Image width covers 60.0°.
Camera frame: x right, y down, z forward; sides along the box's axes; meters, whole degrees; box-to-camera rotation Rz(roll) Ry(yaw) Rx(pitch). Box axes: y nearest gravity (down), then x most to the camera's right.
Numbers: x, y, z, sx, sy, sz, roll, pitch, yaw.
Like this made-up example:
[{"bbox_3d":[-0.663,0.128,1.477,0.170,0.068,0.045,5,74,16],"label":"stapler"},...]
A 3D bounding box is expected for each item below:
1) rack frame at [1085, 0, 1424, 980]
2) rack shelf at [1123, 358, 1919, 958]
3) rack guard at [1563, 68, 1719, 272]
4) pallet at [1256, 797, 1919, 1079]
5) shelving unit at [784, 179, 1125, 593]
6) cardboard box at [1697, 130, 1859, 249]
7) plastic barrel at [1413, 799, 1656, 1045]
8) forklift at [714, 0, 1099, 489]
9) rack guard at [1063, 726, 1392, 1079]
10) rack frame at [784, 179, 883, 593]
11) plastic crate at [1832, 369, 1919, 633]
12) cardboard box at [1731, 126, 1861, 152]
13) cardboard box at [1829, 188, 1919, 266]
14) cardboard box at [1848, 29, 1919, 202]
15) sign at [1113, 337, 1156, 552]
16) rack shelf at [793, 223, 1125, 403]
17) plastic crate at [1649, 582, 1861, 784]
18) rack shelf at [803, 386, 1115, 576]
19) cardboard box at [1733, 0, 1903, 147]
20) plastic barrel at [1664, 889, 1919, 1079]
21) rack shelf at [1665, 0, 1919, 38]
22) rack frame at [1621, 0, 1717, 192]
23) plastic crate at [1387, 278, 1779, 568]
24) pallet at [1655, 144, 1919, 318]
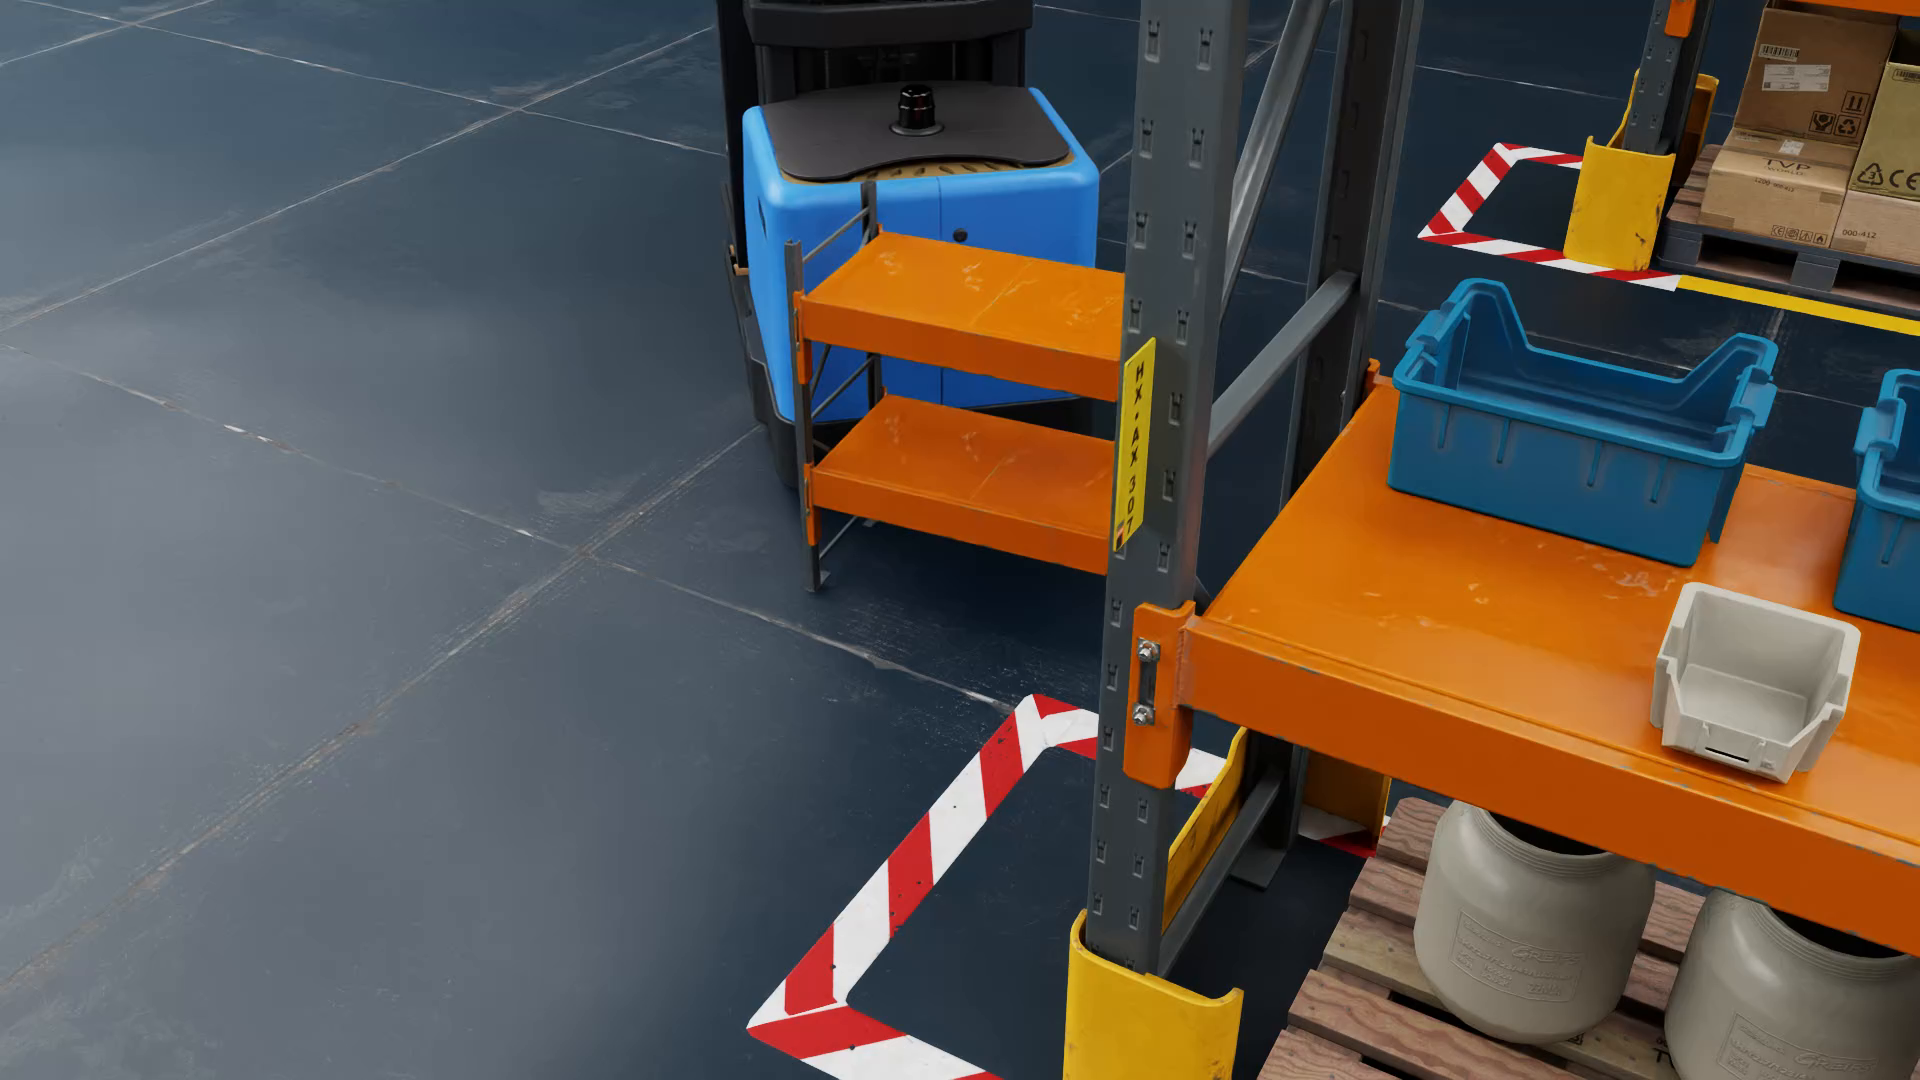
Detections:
[{"bbox_3d":[0.539,-0.288,2.977,0.127,3.000,1.000,18,37,24],"label":"rack frame"},{"bbox_3d":[2.275,0.561,2.350,4.000,0.370,1.077,18,37,24],"label":"rack shelf"},{"bbox_3d":[2.979,-1.637,7.257,0.348,0.500,1.175,18,37,24],"label":"rack guard"},{"bbox_3d":[1.331,1.097,3.413,1.213,0.211,1.003,18,37,24],"label":"pallet"},{"bbox_3d":[0.113,-0.325,4.723,1.048,1.125,0.538,14,36,19],"label":"shelving unit"},{"bbox_3d":[3.355,-1.447,6.818,0.500,0.250,0.500,18,37,24],"label":"cardboard box"},{"bbox_3d":[1.148,0.717,3.333,0.421,0.512,0.421,0,34,0],"label":"plastic barrel"},{"bbox_3d":[-0.357,-2.191,5.896,1.130,2.935,3.031,-6,34,-10],"label":"forklift"},{"bbox_3d":[0.628,0.750,3.672,0.348,0.500,1.175,18,37,24],"label":"rack guard"},{"bbox_3d":[-0.353,-0.438,4.892,0.032,1.125,0.500,14,36,19],"label":"rack frame"},{"bbox_3d":[1.683,-0.051,2.755,0.408,0.251,0.499,18,37,24],"label":"plastic crate"},{"bbox_3d":[3.612,-1.696,7.192,0.500,0.250,0.500,18,37,24],"label":"cardboard box"},{"bbox_3d":[3.791,-1.311,6.614,0.500,0.250,0.500,18,37,24],"label":"cardboard box"},{"bbox_3d":[3.790,-1.622,6.405,0.500,0.500,0.500,18,37,24],"label":"cardboard box"},{"bbox_3d":[0.262,-0.140,2.504,0.005,0.325,0.100,18,37,24],"label":"sign"},{"bbox_3d":[0.113,-0.568,4.561,1.000,0.278,0.538,14,36,19],"label":"rack shelf"},{"bbox_3d":[1.156,0.222,2.448,0.250,0.136,0.298,18,37,24],"label":"plastic crate"},{"bbox_3d":[0.113,-0.121,4.858,1.000,0.278,0.538,14,36,19],"label":"rack shelf"},{"bbox_3d":[3.613,-2.009,6.986,0.500,0.500,0.500,18,37,24],"label":"cardboard box"},{"bbox_3d":[1.583,0.854,3.126,0.421,0.512,0.421,0,34,0],"label":"plastic barrel"},{"bbox_3d":[4.736,-1.821,5.928,4.000,0.370,1.077,18,37,24],"label":"rack shelf"},{"bbox_3d":[3.000,-2.671,6.555,0.127,3.000,1.000,18,37,24],"label":"rack frame"},{"bbox_3d":[1.122,-0.233,3.027,0.616,0.251,0.499,18,37,24],"label":"plastic crate"},{"bbox_3d":[3.685,-1.320,7.042,1.213,0.211,1.003,18,37,24],"label":"pallet"}]
